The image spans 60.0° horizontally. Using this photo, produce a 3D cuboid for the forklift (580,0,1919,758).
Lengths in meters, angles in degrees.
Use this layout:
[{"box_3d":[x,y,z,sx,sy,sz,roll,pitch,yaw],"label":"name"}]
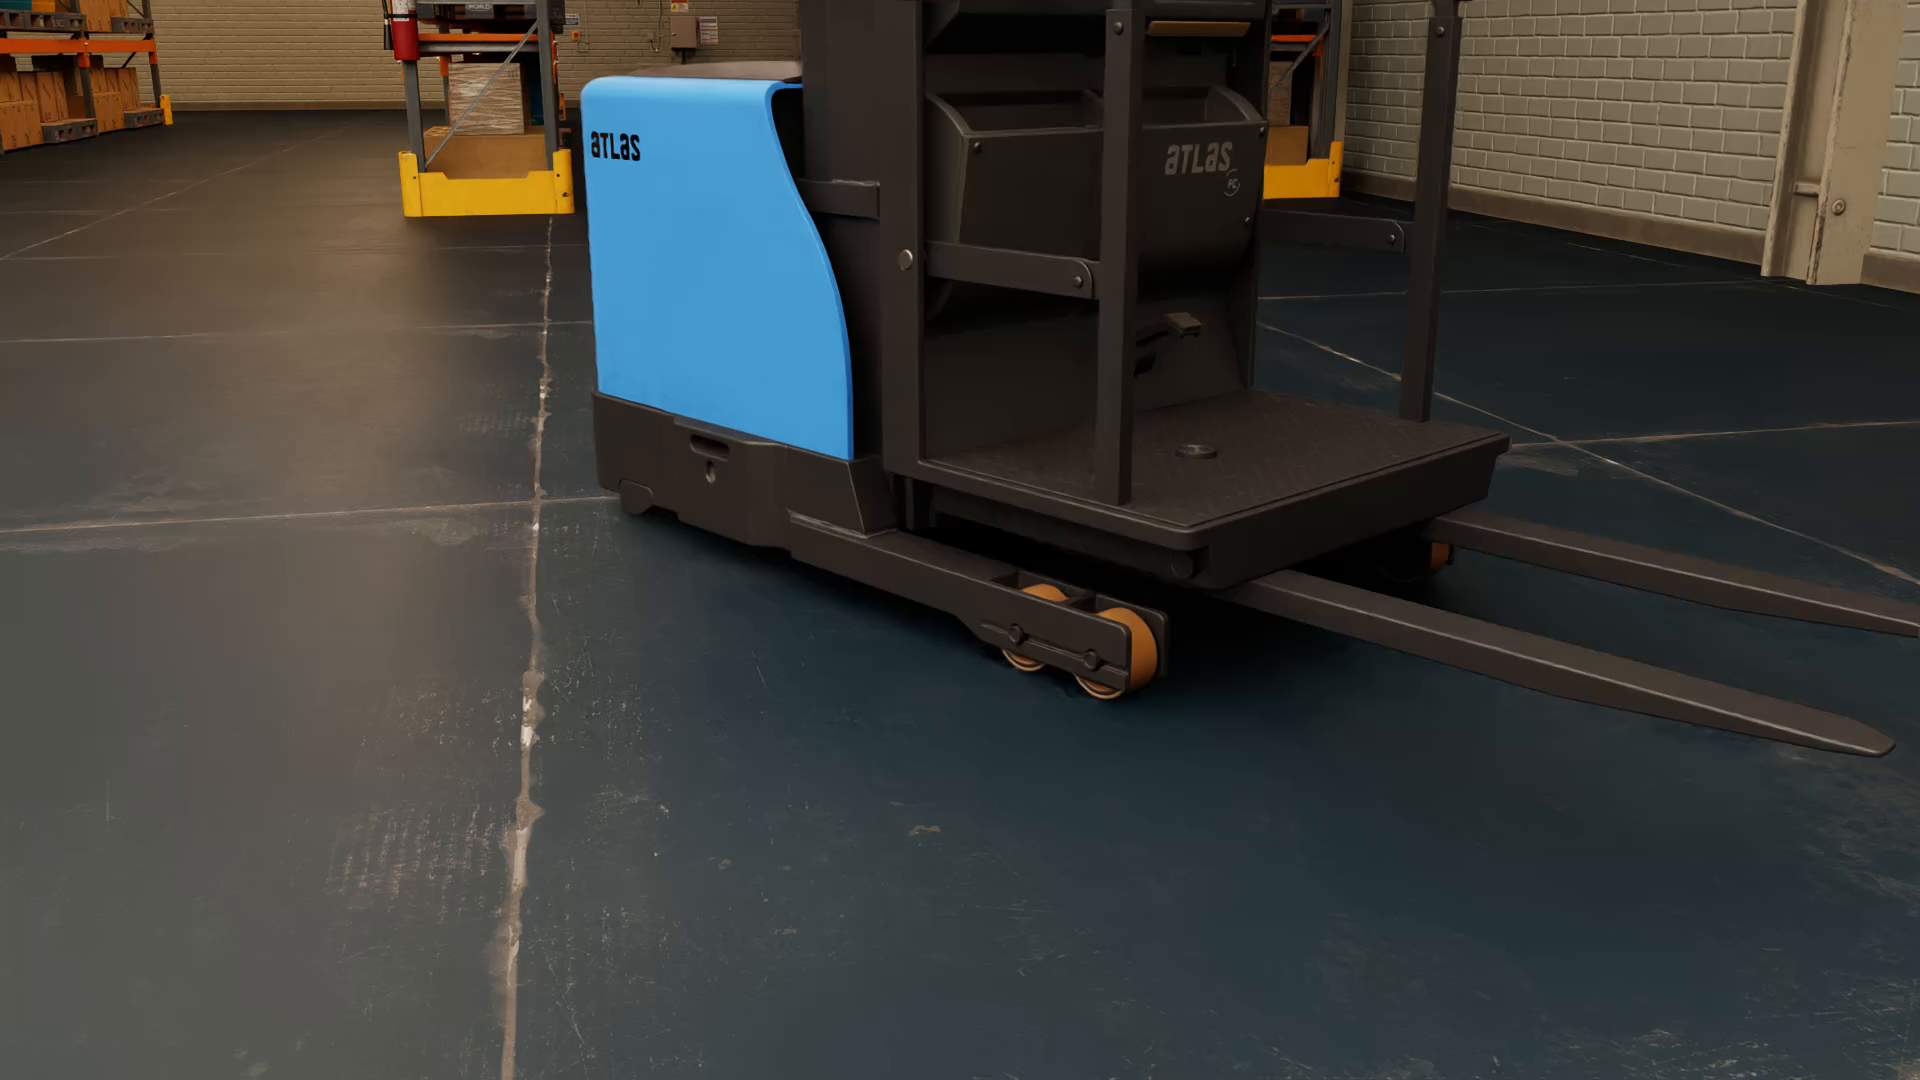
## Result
[{"box_3d":[0.449,-1.279,3.172,1.130,2.935,3.031,-15,22,-41],"label":"forklift"}]
